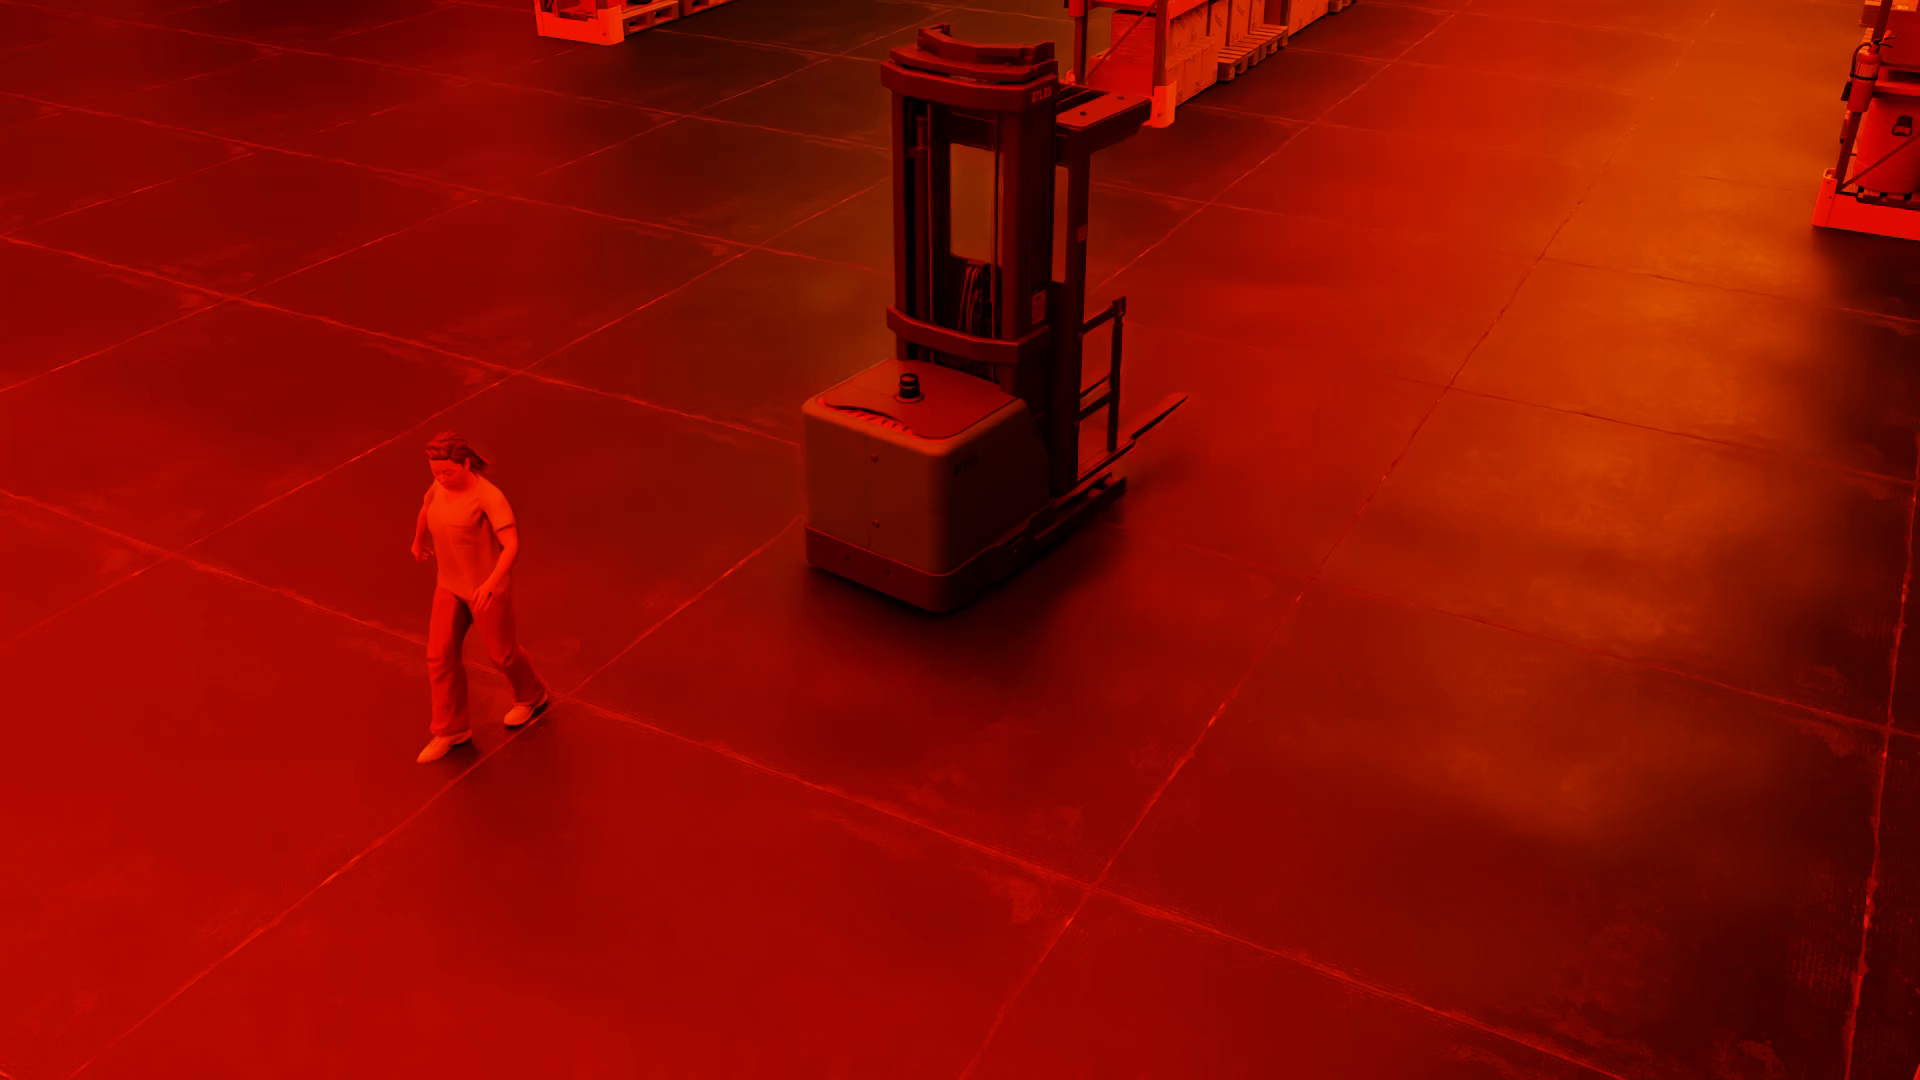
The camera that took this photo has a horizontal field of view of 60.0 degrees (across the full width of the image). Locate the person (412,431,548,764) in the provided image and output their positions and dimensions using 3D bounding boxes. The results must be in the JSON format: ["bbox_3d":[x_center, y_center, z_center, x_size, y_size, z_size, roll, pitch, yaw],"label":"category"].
[{"bbox_3d":[-2.394,0.249,7.945,0.884,1.663,0.714,14,33,23],"label":"person"}]

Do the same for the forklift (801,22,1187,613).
[{"bbox_3d":[0.378,-1.550,9.757,1.130,2.935,3.031,20,36,31],"label":"forklift"}]
